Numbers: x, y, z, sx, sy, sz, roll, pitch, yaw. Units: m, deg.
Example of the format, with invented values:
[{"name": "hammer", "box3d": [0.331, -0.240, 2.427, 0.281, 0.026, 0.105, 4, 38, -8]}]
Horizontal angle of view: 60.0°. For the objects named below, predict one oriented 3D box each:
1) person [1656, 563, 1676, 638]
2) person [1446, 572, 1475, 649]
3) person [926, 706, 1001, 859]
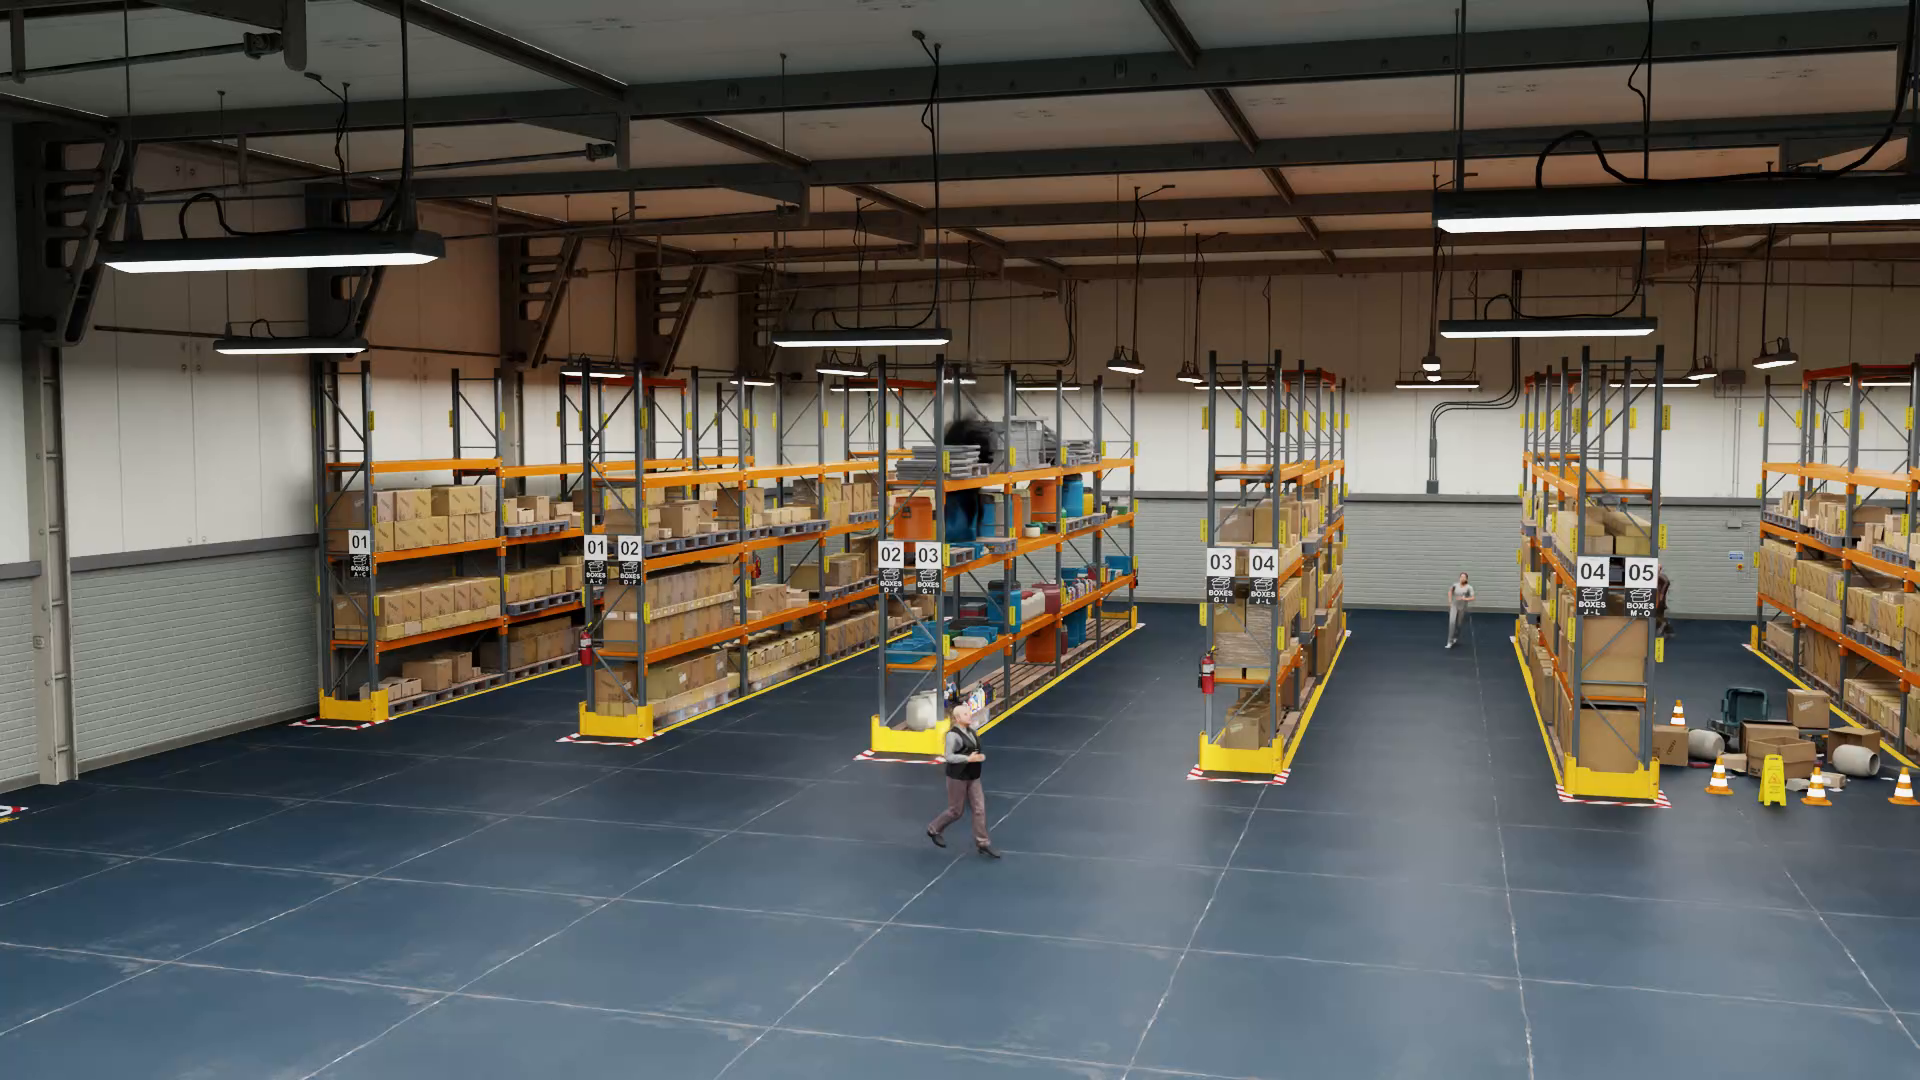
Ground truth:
[{"name": "person", "box3d": [16.035, 1.391, 38.266, 0.851, 1.736, 0.731, 2, 5, 25]}, {"name": "person", "box3d": [11.132, 1.549, 36.921, 0.579, 1.686, 0.888, 2, 4, 24]}, {"name": "person", "box3d": [0.028, 2.756, 19.063, 0.950, 1.724, 0.633, 3, 5, 35]}]
